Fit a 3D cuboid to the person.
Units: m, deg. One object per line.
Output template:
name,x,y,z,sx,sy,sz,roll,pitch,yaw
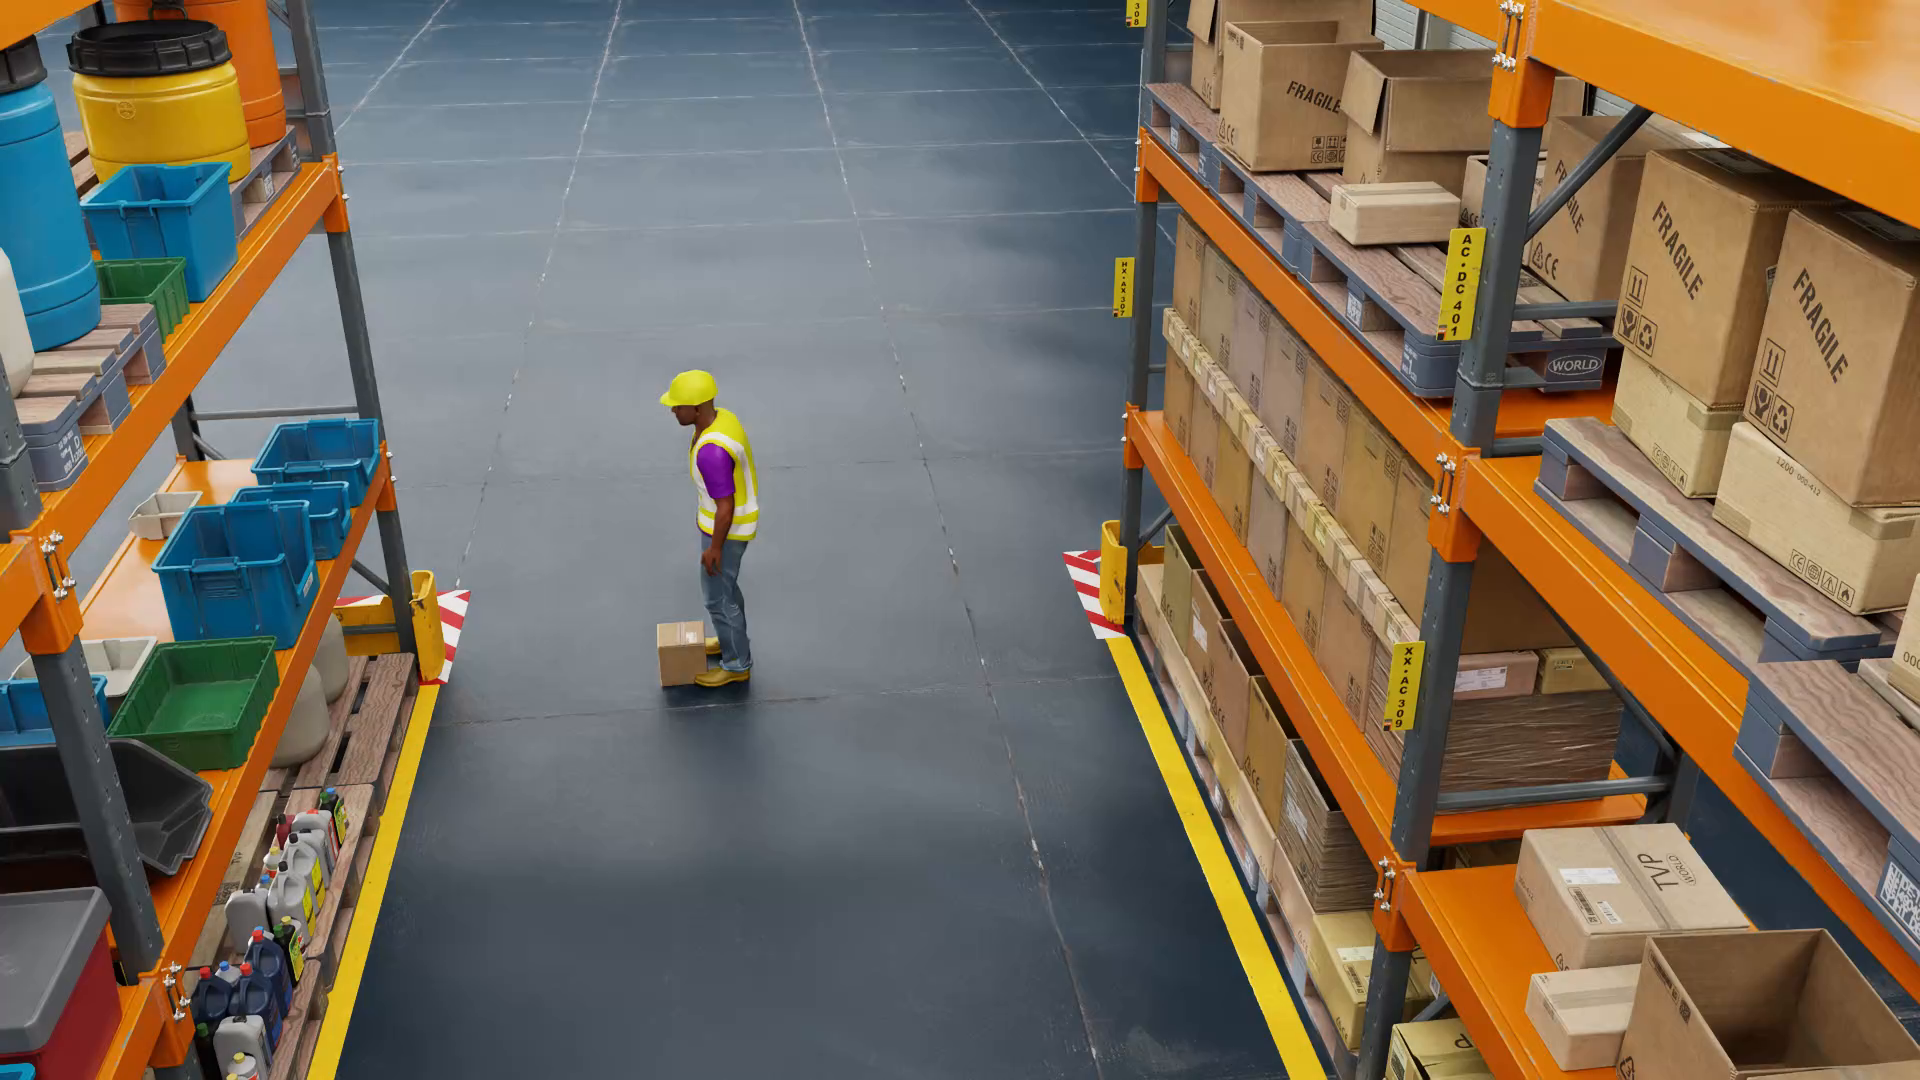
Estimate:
person,-1.283,-0.078,8.750,0.460,1.760,0.627,-4,27,-7
